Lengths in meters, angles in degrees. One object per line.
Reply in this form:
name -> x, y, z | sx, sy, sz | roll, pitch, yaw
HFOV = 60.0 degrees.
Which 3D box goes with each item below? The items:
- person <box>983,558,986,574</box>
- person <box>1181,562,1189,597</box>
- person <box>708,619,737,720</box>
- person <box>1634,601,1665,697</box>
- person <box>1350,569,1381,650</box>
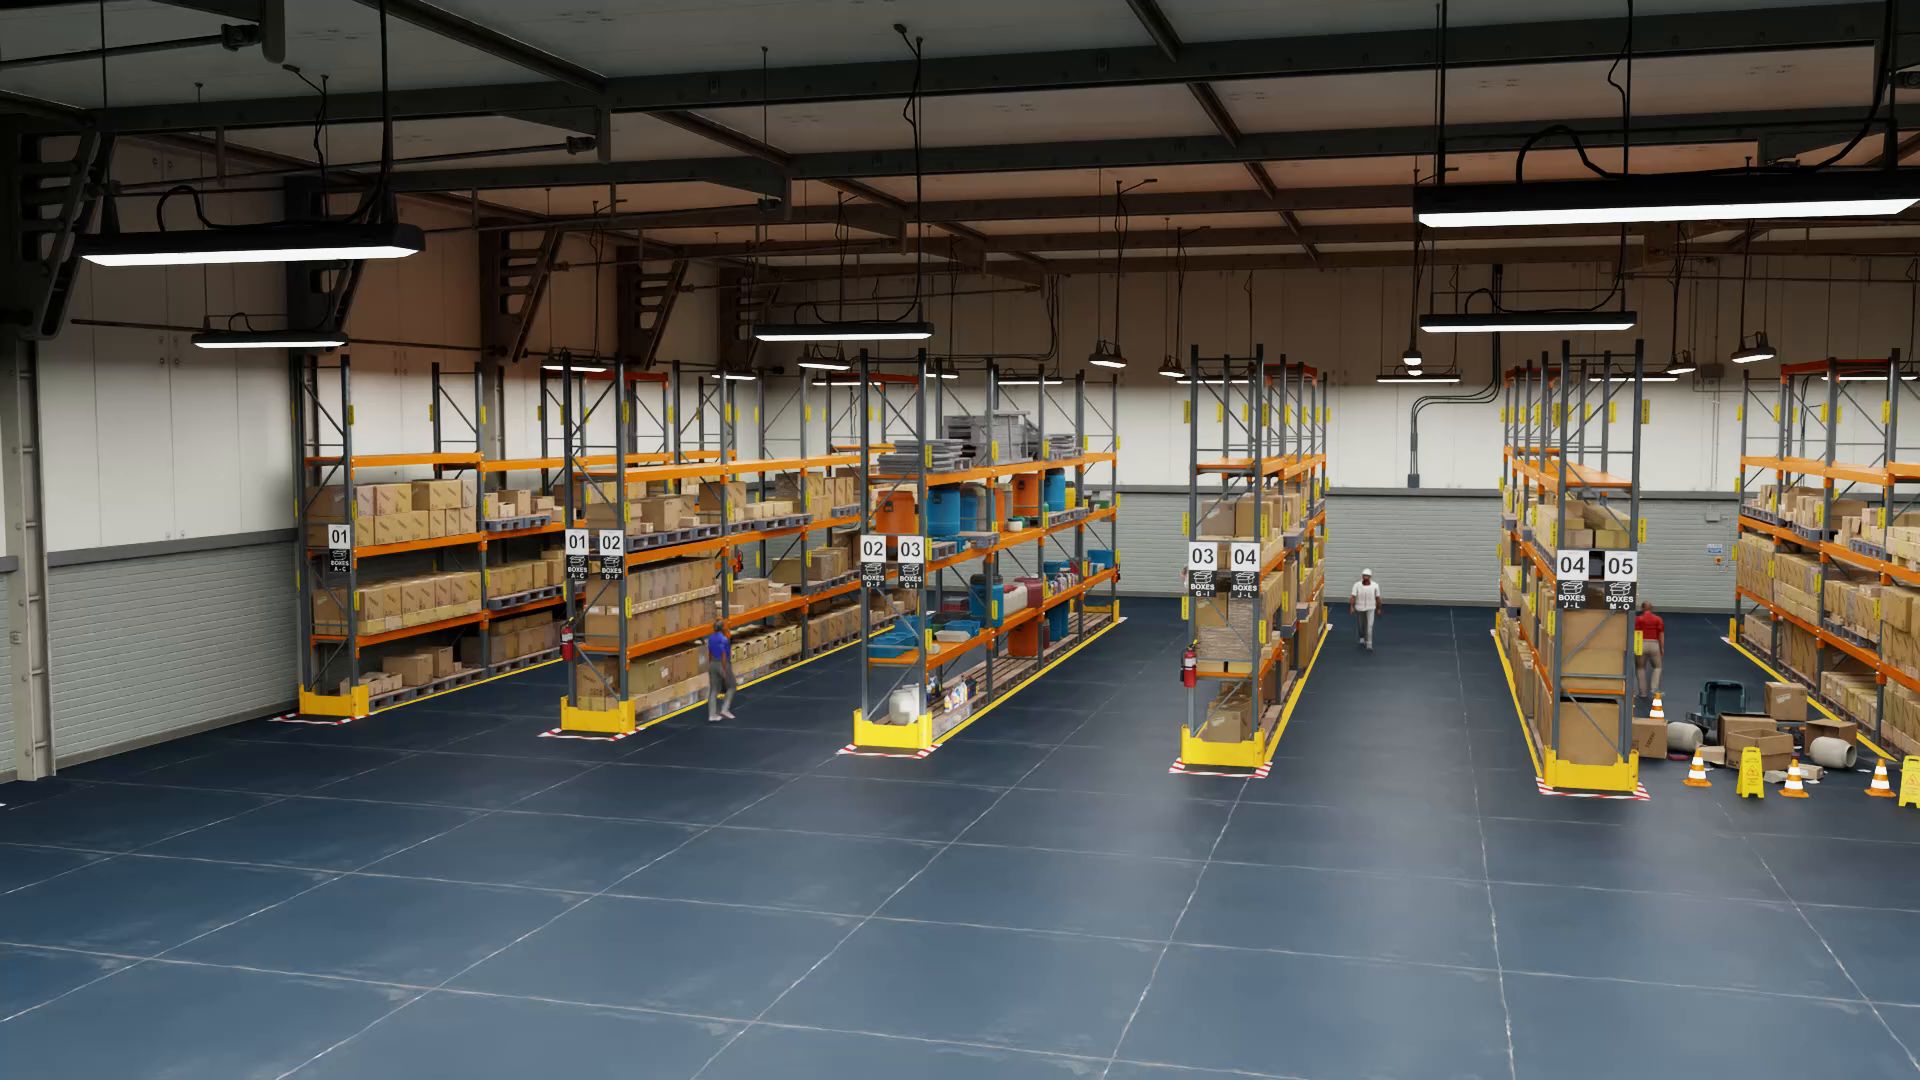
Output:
person -> 0.714, 1.076, 40.652 | 0.492, 1.822, 0.654 | -1, 4, -12
person -> 5.738, 1.123, 40.602 | 0.688, 1.684, 0.650 | 2, 5, 23
person -> -3.959, 2.140, 27.272 | 0.475, 1.641, 0.519 | 2, 5, 27
person -> 12.184, 1.939, 29.455 | 0.579, 1.723, 0.565 | 1, 4, 14
person -> 8.688, 1.471, 35.618 | 0.665, 1.714, 1.093 | 1, 4, 13
